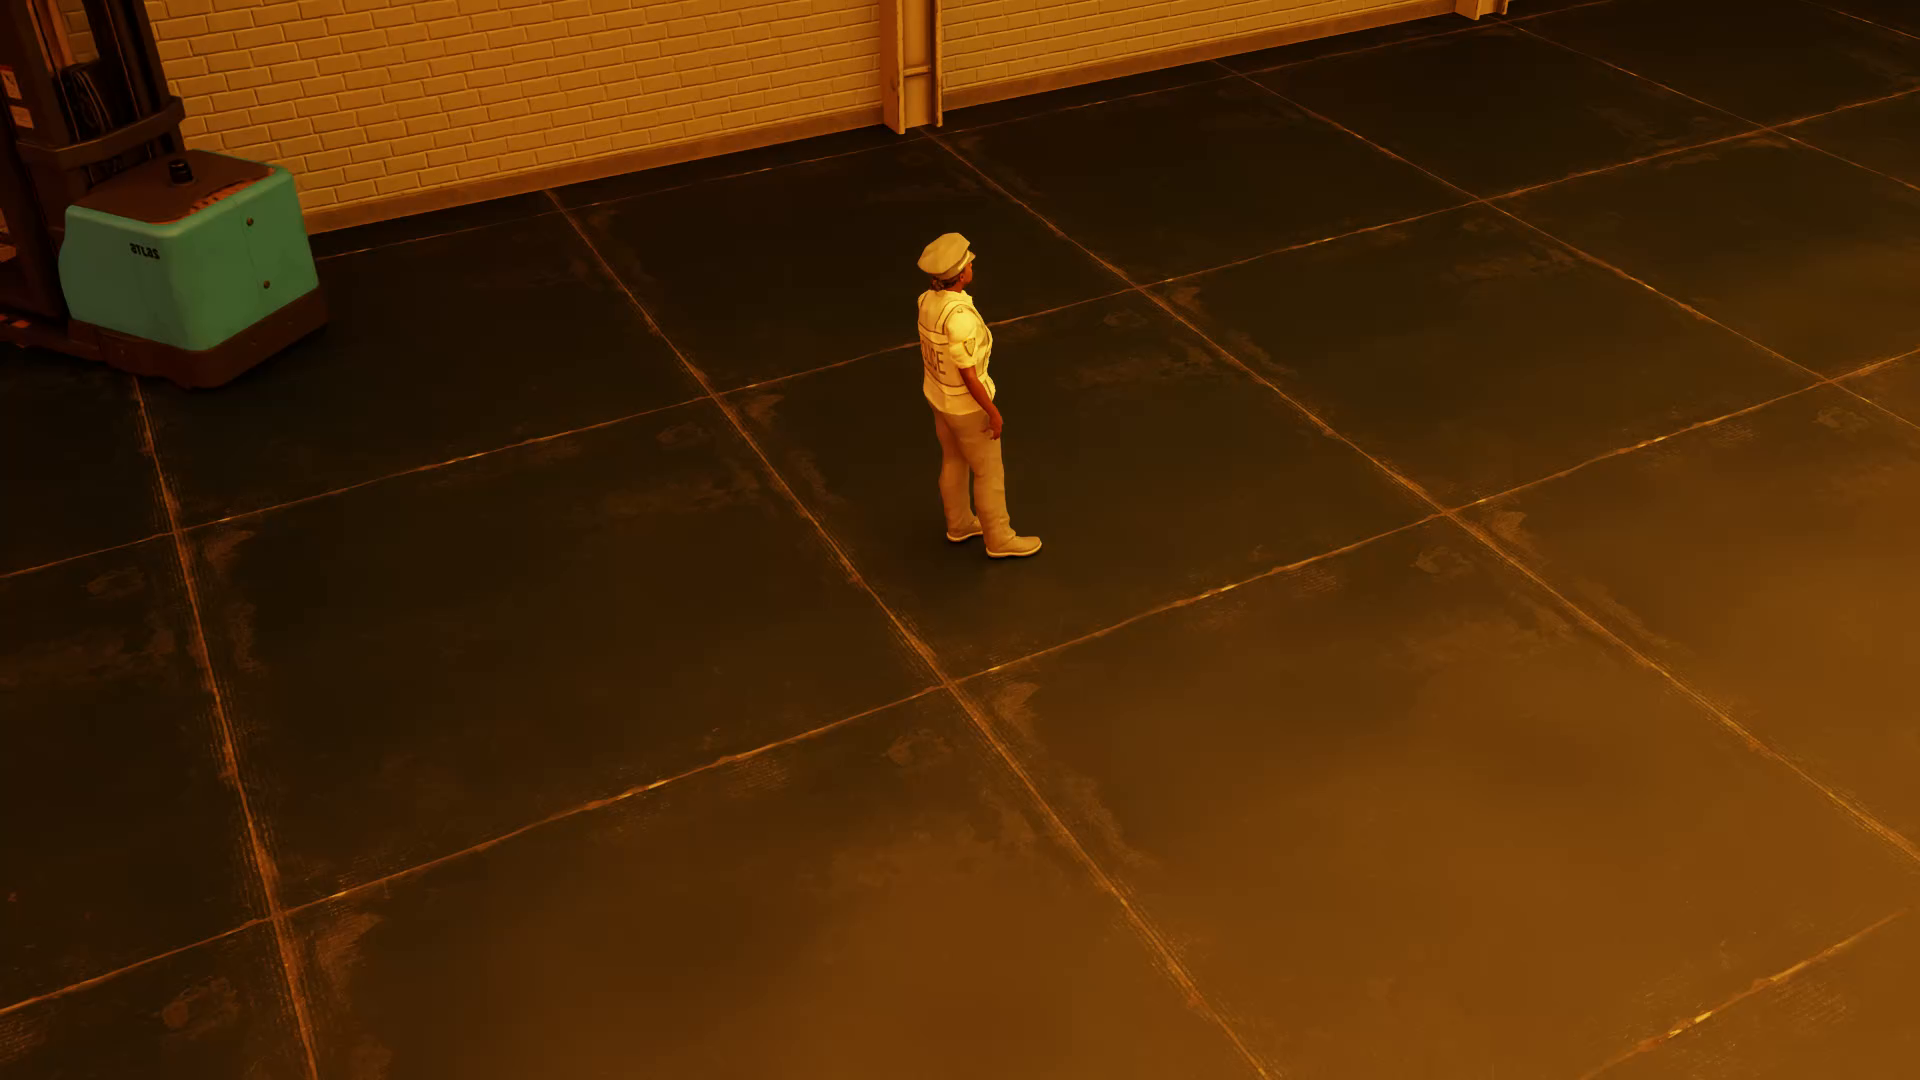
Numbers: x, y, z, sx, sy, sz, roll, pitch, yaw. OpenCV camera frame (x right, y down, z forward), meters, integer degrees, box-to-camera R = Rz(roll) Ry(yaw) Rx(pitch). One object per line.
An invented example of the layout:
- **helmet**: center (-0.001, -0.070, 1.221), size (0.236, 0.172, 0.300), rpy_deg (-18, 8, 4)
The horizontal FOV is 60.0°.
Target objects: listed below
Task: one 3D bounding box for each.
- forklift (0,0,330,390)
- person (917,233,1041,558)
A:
- **forklift**: center (-5.543, -2.655, 9.879), size (3.031, 2.935, 1.130), rpy_deg (15, 38, 20)
- **person**: center (0.075, -0.707, 8.184), size (0.530, 1.692, 0.569), rpy_deg (-17, 39, -23)
